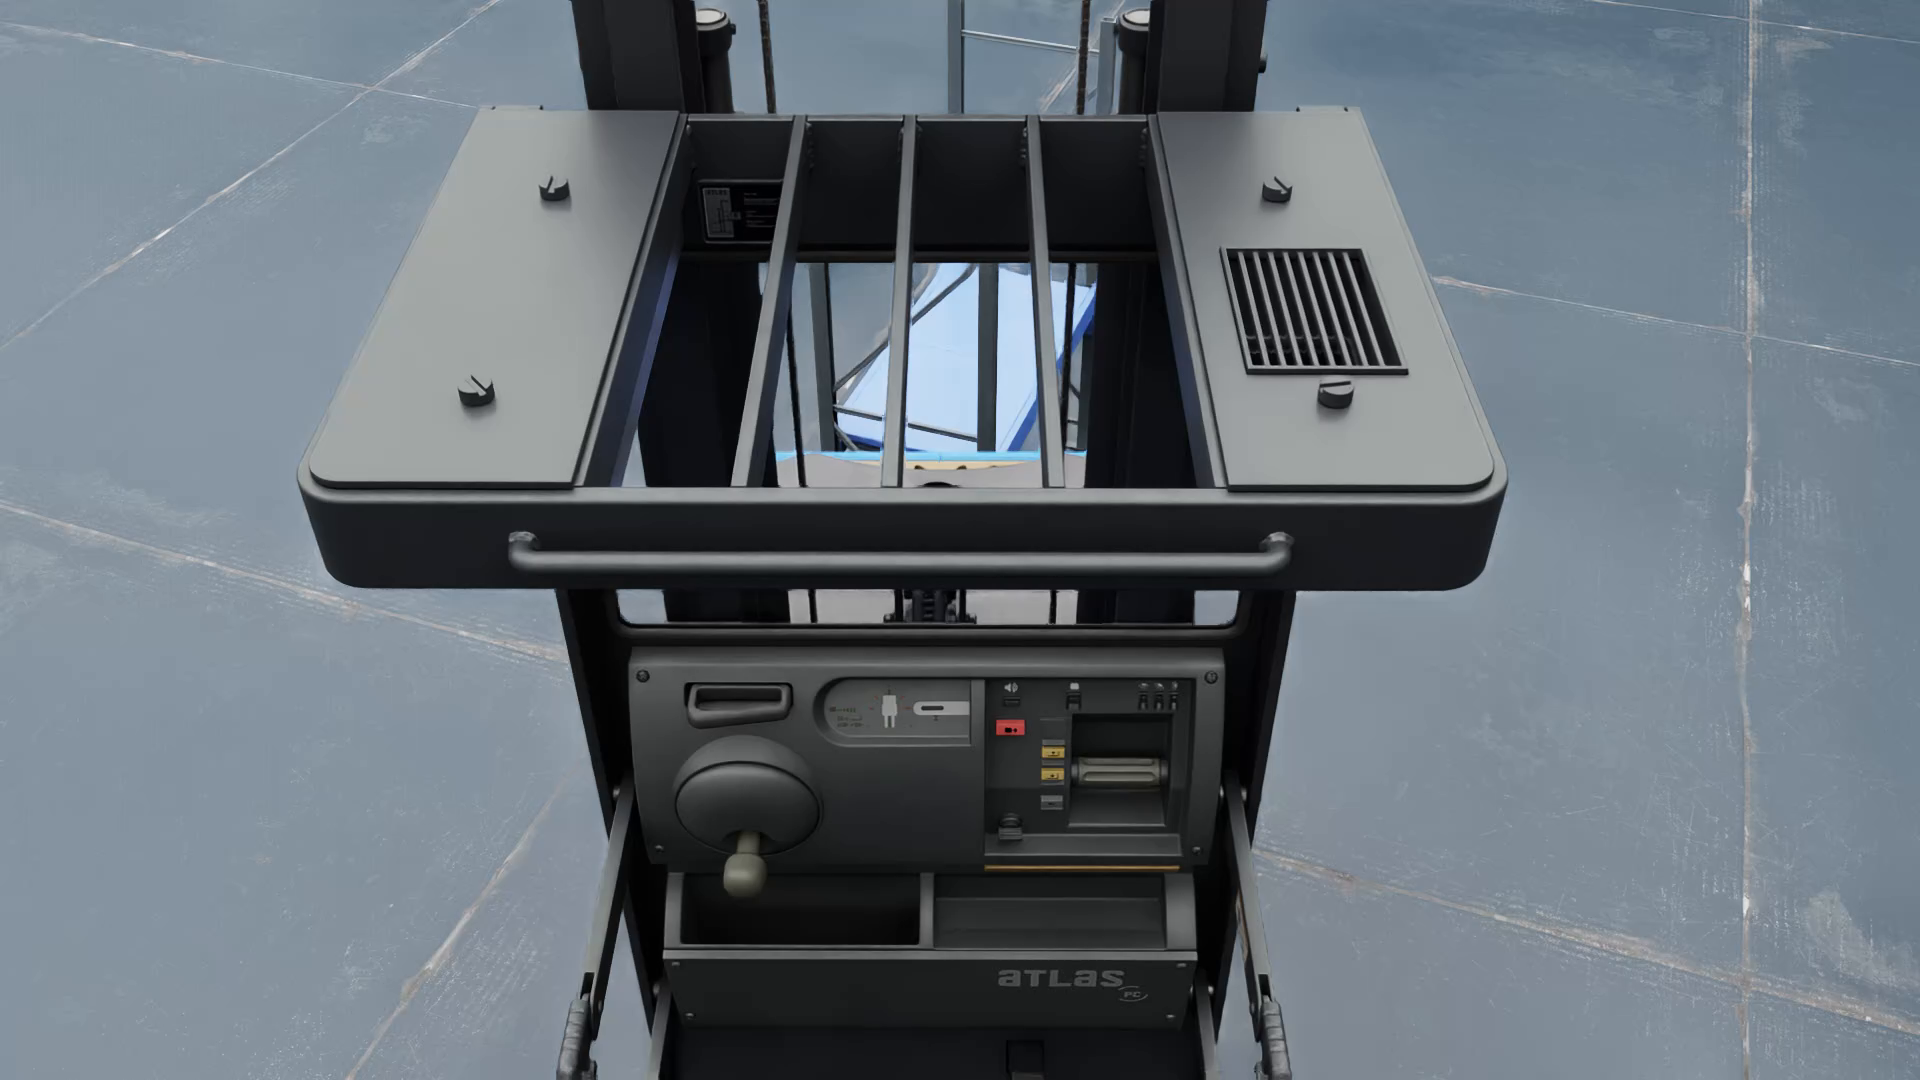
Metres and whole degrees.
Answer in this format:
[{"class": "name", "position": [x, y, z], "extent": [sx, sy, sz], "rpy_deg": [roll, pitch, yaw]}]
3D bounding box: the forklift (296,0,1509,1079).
[{"class": "forklift", "position": [-0.050, 0.446, 2.469], "extent": [1.130, 2.935, 3.031], "rpy_deg": [0, 40, 0]}]

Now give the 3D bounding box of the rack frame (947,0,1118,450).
[{"class": "rack frame", "position": [0.203, -0.933, 5.188], "extent": [0.500, 1.500, 0.032], "rpy_deg": [13, 42, 15]}]

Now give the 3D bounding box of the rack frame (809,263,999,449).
[{"class": "rack frame", "position": [-0.145, -0.313, 4.461], "extent": [0.500, 1.500, 0.032], "rpy_deg": [13, 42, 15]}]

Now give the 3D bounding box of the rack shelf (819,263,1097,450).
[{"class": "rack shelf", "position": [0.029, -0.486, 4.941], "extent": [0.538, 0.185, 1.000], "rpy_deg": [13, 42, 15]}]

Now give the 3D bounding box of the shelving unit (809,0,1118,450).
[{"class": "shelving unit", "position": [0.029, -0.623, 4.824], "extent": [0.538, 1.500, 1.048], "rpy_deg": [13, 42, 15]}]
